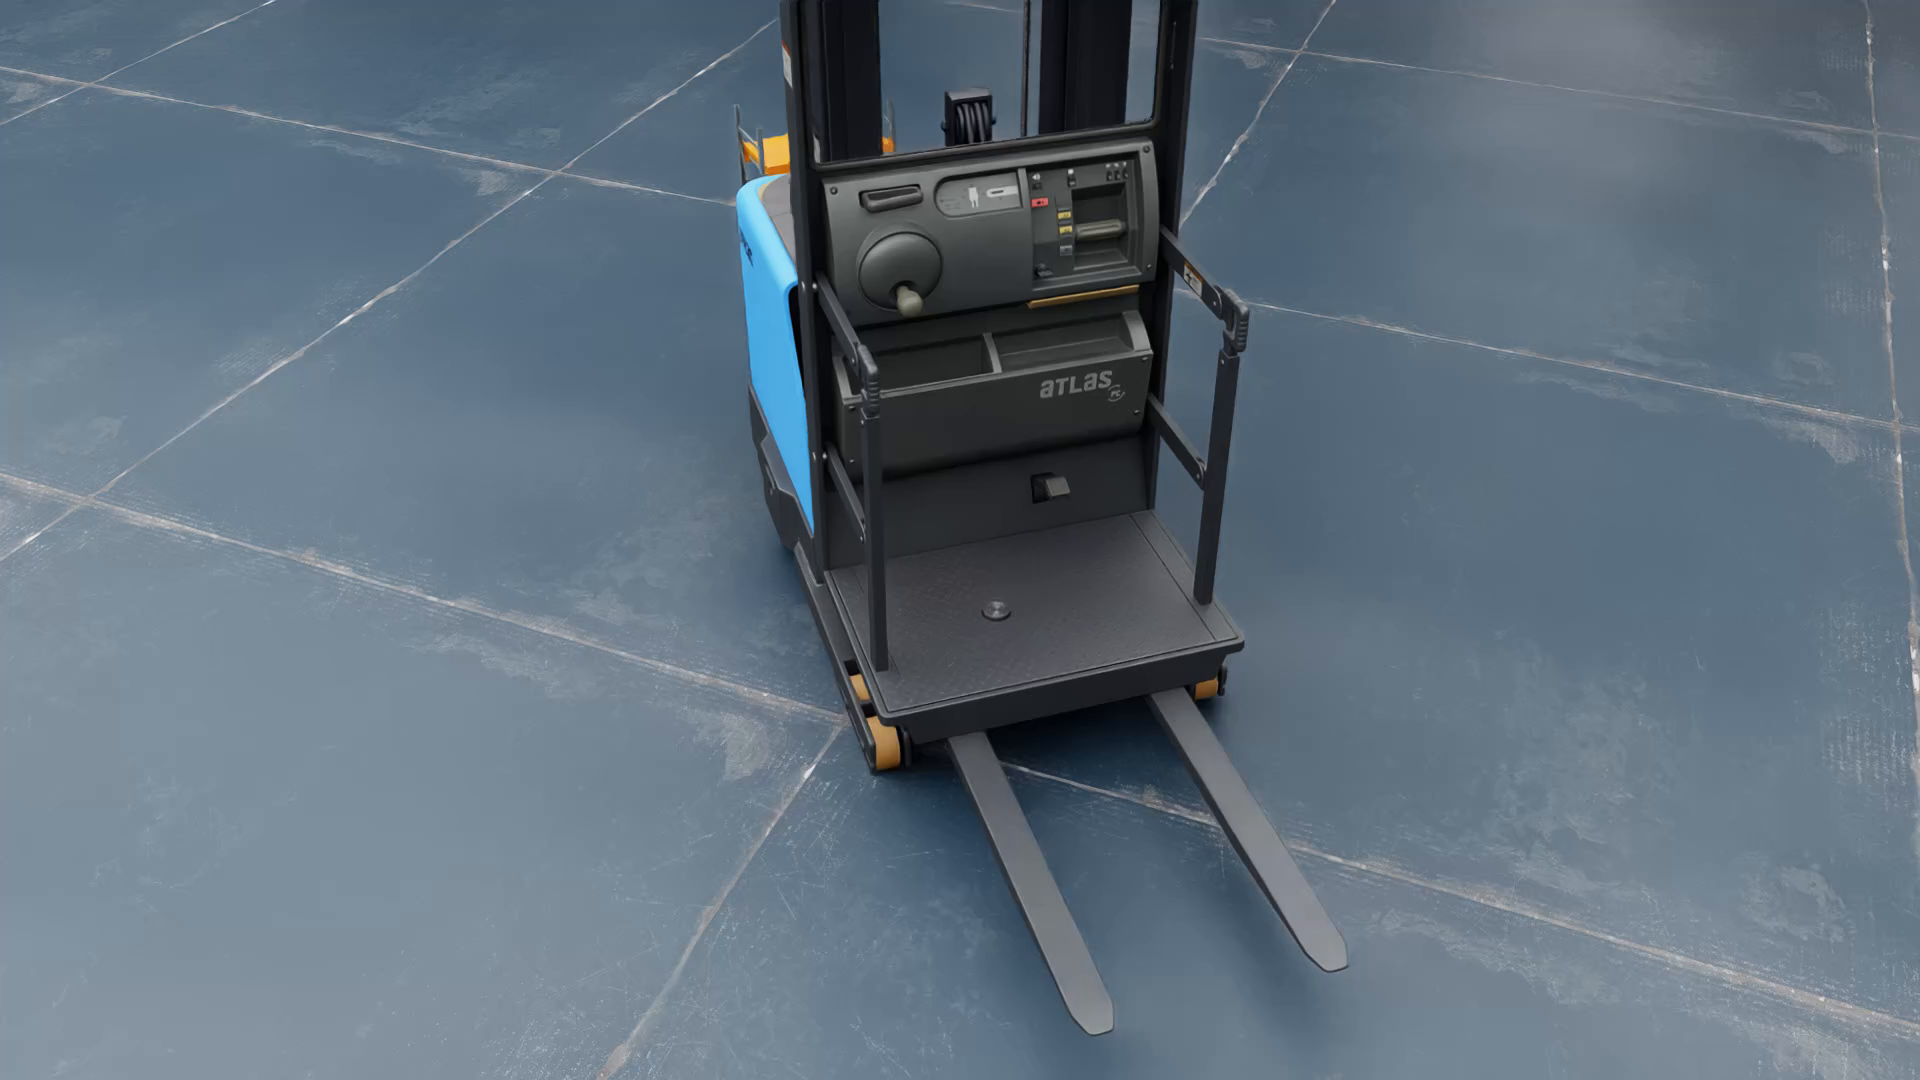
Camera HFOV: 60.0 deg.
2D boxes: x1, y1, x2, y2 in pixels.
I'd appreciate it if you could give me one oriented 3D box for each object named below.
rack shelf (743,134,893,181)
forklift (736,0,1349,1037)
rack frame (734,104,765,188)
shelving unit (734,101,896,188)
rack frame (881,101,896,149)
[{"bbox_3d":[-0.505,-1.344,5.886,0.480,0.148,0.258,-16,39,-21],"label":"rack shelf"},{"bbox_3d":[0.164,-0.773,4.336,1.130,2.935,3.031,-11,38,-14],"label":"forklift"},{"bbox_3d":[-0.720,-0.961,6.029,0.015,1.200,0.240,-16,39,-21],"label":"rack frame"},{"bbox_3d":[-0.501,-1.026,6.116,0.503,1.200,0.258,-16,39,-21],"label":"shelving unit"},{"bbox_3d":[-0.283,-1.090,6.202,0.015,1.200,0.240,-16,39,-21],"label":"rack frame"}]
